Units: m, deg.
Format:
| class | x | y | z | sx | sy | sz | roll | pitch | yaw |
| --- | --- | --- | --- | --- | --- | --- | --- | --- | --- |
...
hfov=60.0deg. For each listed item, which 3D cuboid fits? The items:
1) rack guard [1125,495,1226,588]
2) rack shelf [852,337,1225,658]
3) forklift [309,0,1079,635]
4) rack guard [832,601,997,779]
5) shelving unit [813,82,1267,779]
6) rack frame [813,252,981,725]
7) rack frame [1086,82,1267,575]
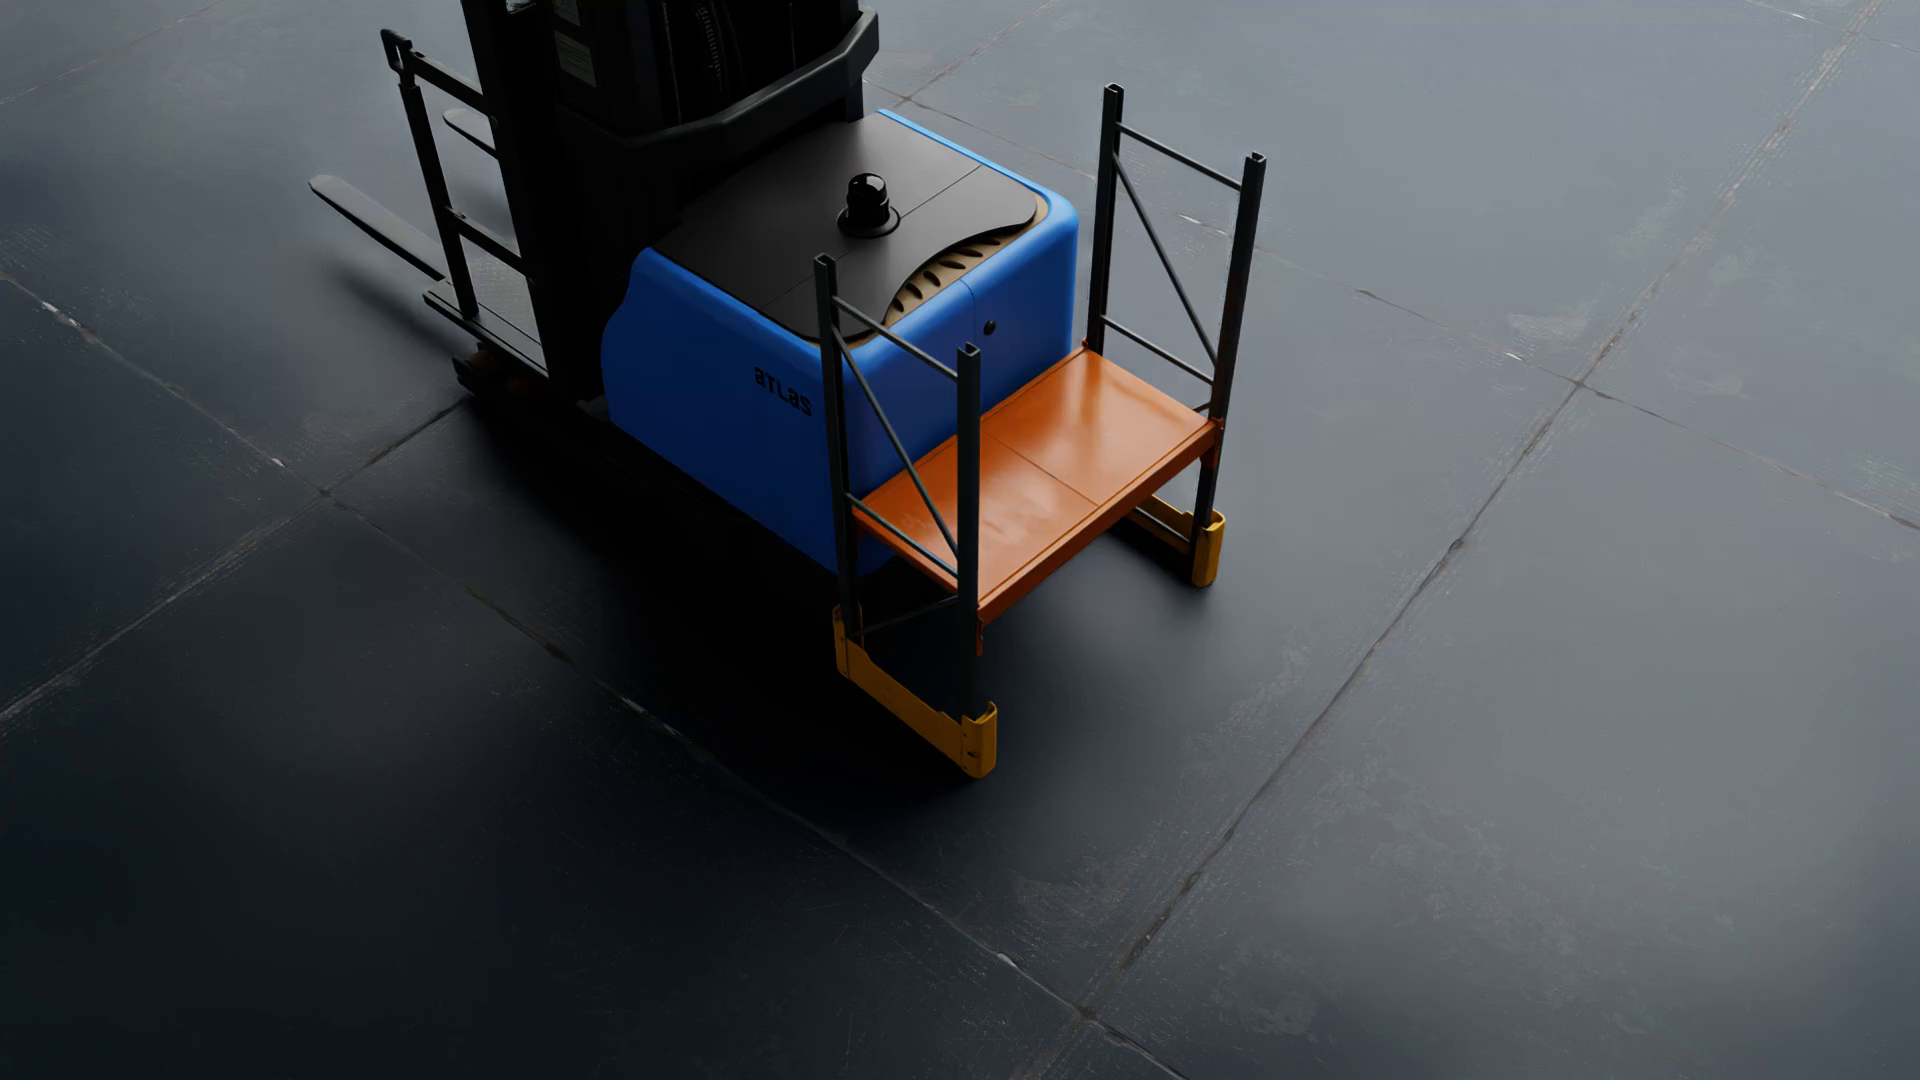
| class | x | y | z | sx | sy | sz | roll | pitch | yaw |
| --- | --- | --- | --- | --- | --- | --- | --- | --- | --- |
| rack guard | 0.561 | -0.103 | 5.175 | 0.587 | 0.250 | 0.087 | 35 | 56 | 29 |
| rack shelf | 0.209 | -0.147 | 4.602 | 0.538 | 0.185 | 1.000 | 35 | 56 | 29 |
| forklift | -1.086 | -1.658 | 4.807 | 3.031 | 2.935 | 1.130 | 33 | 54 | 27 |
| rack guard | -0.131 | 0.415 | 4.681 | 0.587 | 0.250 | 0.087 | 35 | 56 | 29 |
| shelving unit | 0.215 | -0.276 | 4.476 | 0.587 | 1.500 | 1.083 | 35 | 56 | 29 |
| rack frame | -0.145 | -0.007 | 4.219 | 0.500 | 1.500 | 0.032 | 35 | 56 | 29 |
| rack frame | 0.562 | -0.535 | 4.724 | 0.500 | 1.500 | 0.032 | 35 | 56 | 29 |
